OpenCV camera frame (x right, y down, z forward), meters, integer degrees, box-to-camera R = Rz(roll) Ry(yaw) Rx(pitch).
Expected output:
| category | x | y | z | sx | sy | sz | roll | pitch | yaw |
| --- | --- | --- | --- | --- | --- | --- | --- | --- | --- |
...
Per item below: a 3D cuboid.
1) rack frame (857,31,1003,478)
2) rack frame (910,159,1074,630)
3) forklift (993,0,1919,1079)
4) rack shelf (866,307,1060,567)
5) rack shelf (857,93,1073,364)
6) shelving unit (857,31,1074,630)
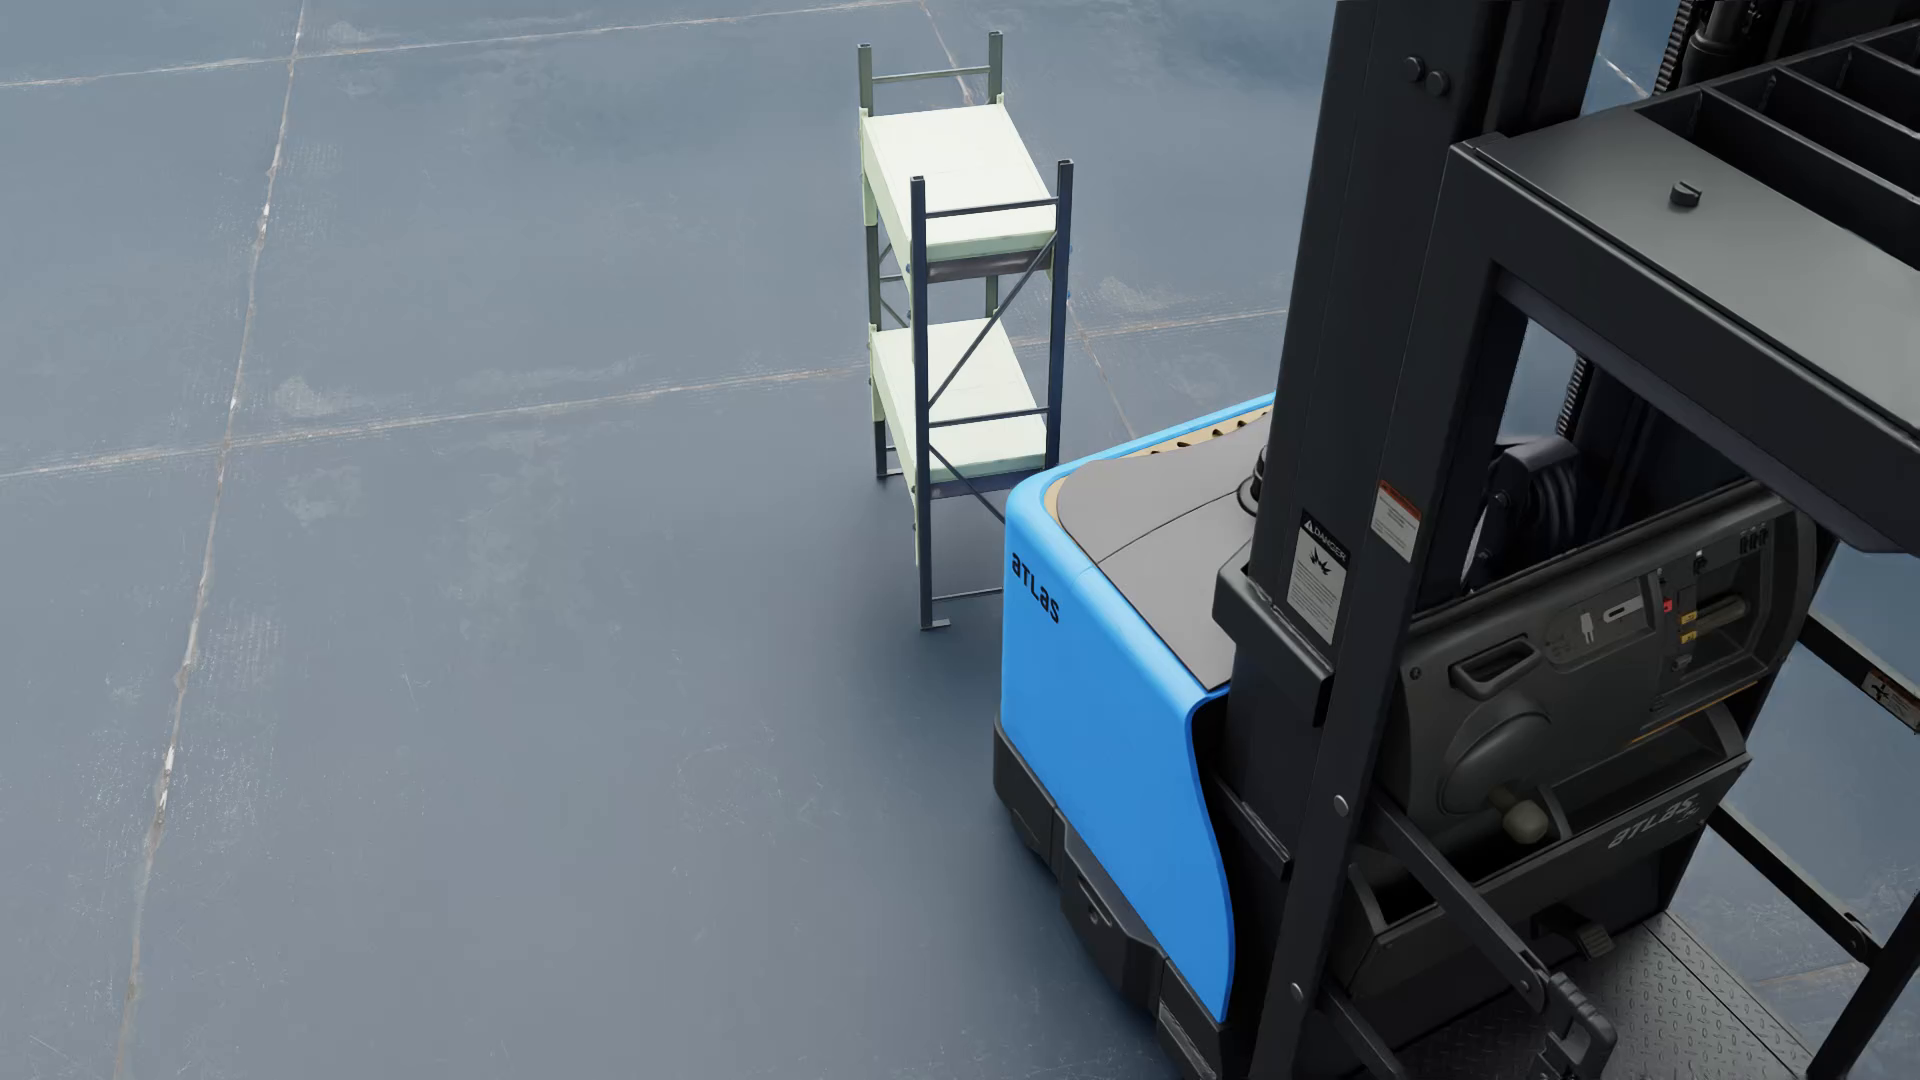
| category | x | y | z | sx | sy | sz | roll | pitch | yaw |
| --- | --- | --- | --- | --- | --- | --- | --- | --- | --- |
| rack frame | -0.080 | -0.802 | 5.024 | 0.400 | 1.500 | 0.023 | -8 | 42 | -9 |
| rack frame | 0.078 | -0.328 | 4.490 | 0.400 | 1.500 | 0.023 | -8 | 42 | -9 |
| forklift | 1.225 | 0.291 | 2.714 | 1.130 | 2.935 | 3.031 | -19 | 45 | -21 |
| rack shelf | -0.001 | -0.321 | 4.973 | 0.431 | 0.370 | 0.720 | -8 | 42 | -9 |
| rack shelf | -0.001 | -0.857 | 4.498 | 0.431 | 0.370 | 0.720 | -8 | 42 | -9 |
| shelving unit | -0.001 | -0.565 | 4.757 | 0.431 | 1.500 | 0.755 | -8 | 42 | -9 |
